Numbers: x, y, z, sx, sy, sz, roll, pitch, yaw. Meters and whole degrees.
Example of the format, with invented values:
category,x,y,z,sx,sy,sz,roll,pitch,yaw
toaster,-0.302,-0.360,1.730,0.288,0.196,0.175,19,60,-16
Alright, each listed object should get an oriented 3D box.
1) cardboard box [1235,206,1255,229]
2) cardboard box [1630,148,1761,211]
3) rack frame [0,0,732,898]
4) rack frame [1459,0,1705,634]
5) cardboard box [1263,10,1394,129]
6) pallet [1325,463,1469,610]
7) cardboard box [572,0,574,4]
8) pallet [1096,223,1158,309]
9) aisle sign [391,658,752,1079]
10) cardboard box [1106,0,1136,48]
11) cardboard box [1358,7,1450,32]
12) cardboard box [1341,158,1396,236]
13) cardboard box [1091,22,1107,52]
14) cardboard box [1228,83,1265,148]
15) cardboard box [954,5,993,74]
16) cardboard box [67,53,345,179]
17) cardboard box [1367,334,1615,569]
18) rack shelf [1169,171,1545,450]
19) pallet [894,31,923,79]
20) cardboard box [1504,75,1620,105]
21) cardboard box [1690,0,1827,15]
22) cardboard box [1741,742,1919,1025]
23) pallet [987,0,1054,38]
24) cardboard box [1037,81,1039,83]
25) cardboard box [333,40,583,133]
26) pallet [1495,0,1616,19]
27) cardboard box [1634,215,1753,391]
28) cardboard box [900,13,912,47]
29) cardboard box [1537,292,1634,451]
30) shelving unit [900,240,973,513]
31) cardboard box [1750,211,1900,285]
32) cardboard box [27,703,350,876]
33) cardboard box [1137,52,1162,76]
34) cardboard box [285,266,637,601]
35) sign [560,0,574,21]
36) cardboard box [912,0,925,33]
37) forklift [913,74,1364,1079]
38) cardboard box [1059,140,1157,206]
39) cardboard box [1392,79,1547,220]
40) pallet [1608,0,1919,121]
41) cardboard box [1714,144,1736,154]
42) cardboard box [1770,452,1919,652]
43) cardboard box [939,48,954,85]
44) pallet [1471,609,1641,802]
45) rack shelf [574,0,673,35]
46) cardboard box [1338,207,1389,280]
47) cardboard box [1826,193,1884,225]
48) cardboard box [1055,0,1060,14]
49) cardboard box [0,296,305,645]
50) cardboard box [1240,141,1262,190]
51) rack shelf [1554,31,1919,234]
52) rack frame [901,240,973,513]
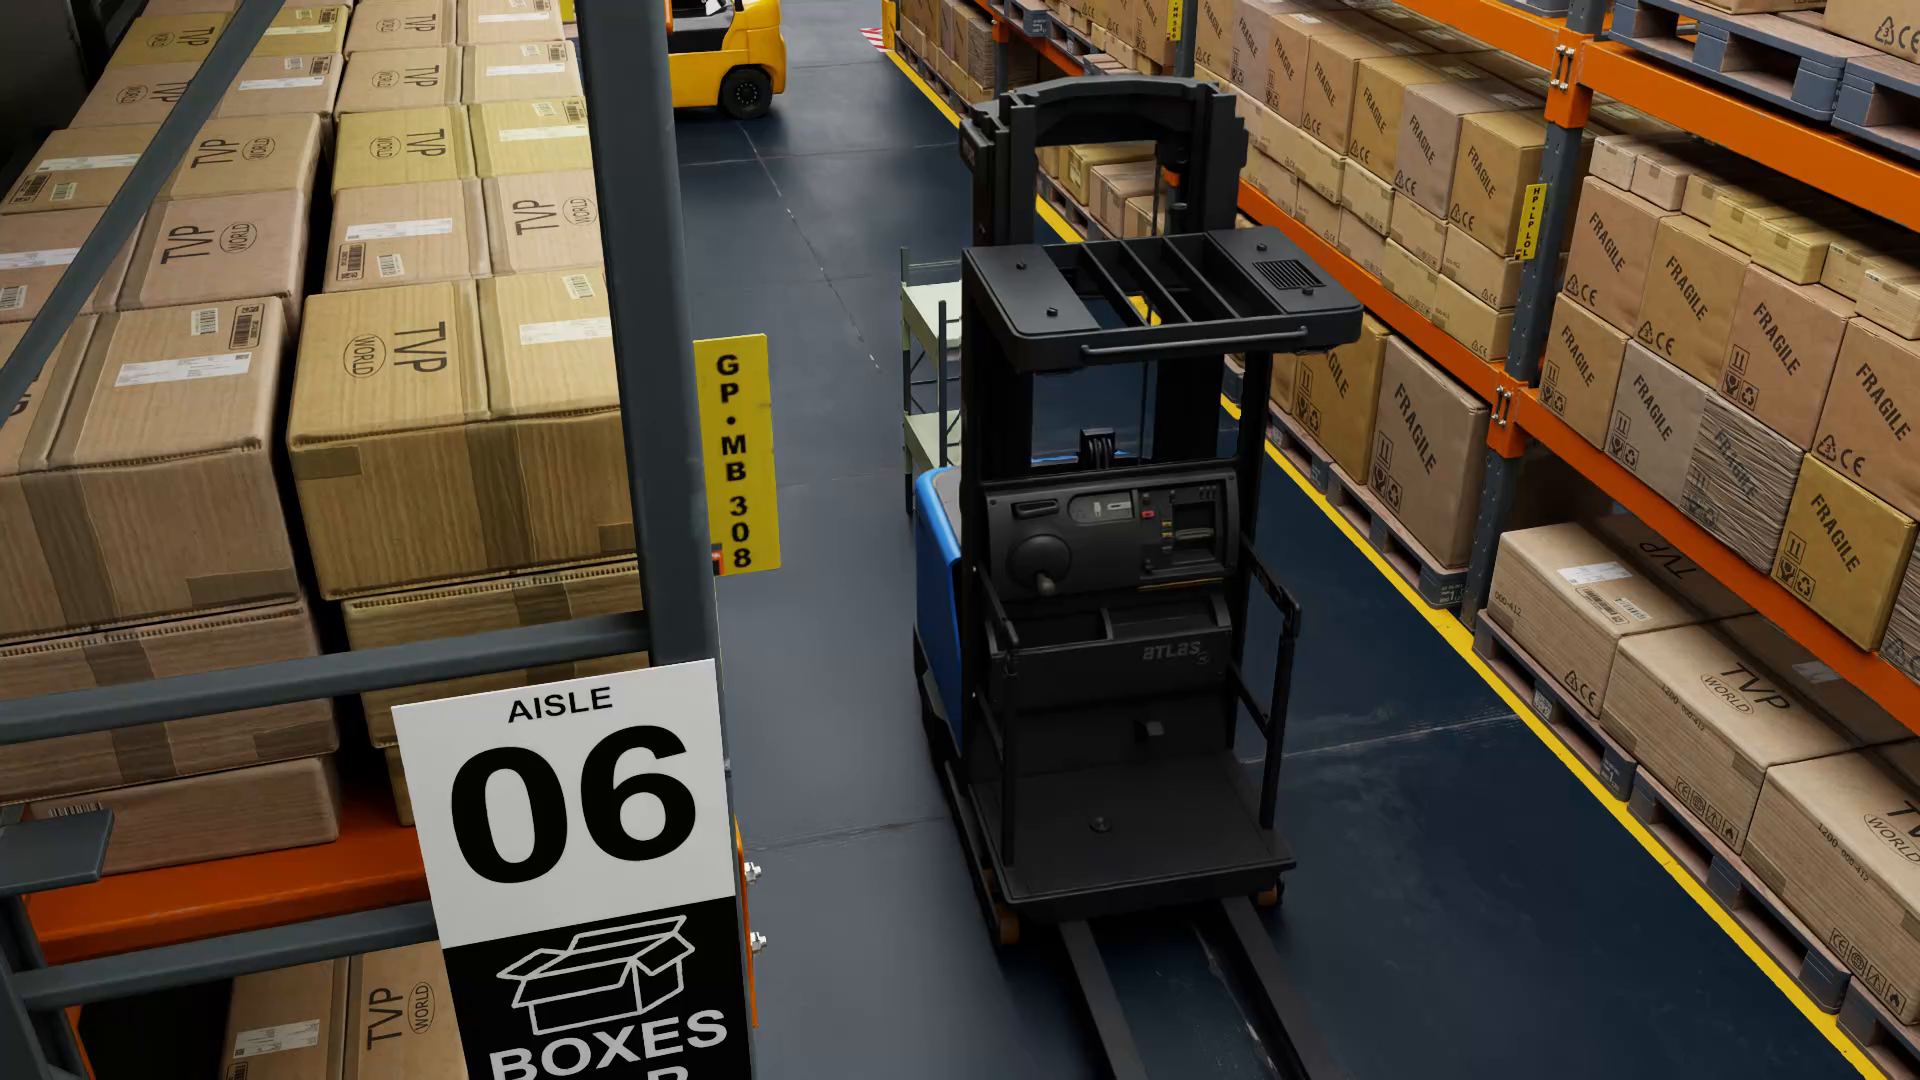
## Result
category,x,y,z,sx,sy,sz,roll,pitch,yaw
cardboard box,1.961,-1.794,10.556,0.875,0.875,0.875,-8,31,-14
cardboard box,2.837,-1.392,6.416,0.380,0.149,0.250,-7,31,-13
rack frame,-0.803,-0.947,1.403,1.000,3.000,0.127,-8,31,-13
rack frame,2.920,-0.944,7.387,1.000,3.000,0.127,-8,31,-13
cardboard box,2.017,-2.591,9.134,0.500,0.500,0.500,-7,31,-12
pallet,2.642,-0.100,8.712,1.003,0.211,1.213,-8,31,-13
cardboard box,-1.596,-2.024,5.989,0.380,0.149,0.250,-8,31,-13
pallet,1.652,-2.047,12.076,1.003,0.211,1.213,-8,31,-13
aisle sign,-0.502,0.518,2.265,0.394,0.787,0.004,-8,31,-13
cardboard box,1.322,-3.661,11.264,0.500,0.500,0.500,-8,31,-14
cardboard box,2.517,-2.650,9.236,0.500,0.500,0.500,-8,31,-13
cardboard box,2.285,-1.766,8.457,0.500,0.250,0.500,-7,31,-12
cardboard box,1.147,-3.565,11.747,0.380,0.149,0.250,-7,31,-12
cardboard box,1.891,-2.500,9.726,0.500,0.250,0.500,-7,31,-12
cardboard box,0.244,-4.620,15.314,0.500,0.500,0.500,-7,31,-12
cardboard box,-1.581,-0.850,3.584,0.500,0.250,0.500,-8,31,-13
cardboard box,2.678,-0.495,8.313,0.875,0.875,0.875,-7,31,-12
rack shelf,2.389,-1.599,9.236,1.077,0.370,4.000,-8,31,-13
pallet,-0.064,-5.099,17.349,1.003,0.211,1.213,-8,31,-13
cardboard box,2.918,-1.913,7.963,0.500,0.500,0.500,-8,31,-14
cardboard box,2.873,-2.199,5.941,0.500,0.500,0.500,-7,31,-12
cardboard box,3.459,1.169,5.875,0.875,0.438,0.875,-7,31,-12
pallet,0.859,-4.336,13.439,1.003,0.211,1.213,-8,31,-13
cardboard box,0.900,-4.121,15.200,0.500,0.250,0.500,-9,31,-16
cardboard box,-1.087,-0.910,3.688,0.500,0.250,0.500,-7,31,-12
pallet,2.629,-2.596,7.437,0.805,0.209,1.217,-9,31,-15
cardboard box,2.941,-0.913,6.235,0.500,0.500,0.500,-8,31,-14
cardboard box,-0.318,-5.305,17.247,0.500,0.250,0.500,-8,31,-14
cardboard box,2.792,-0.726,6.910,0.500,0.500,0.500,-7,31,-12
shelving unit,-0.002,-0.652,8.380,0.431,1.500,0.755,-8,31,-13
cardboard box,2.995,-1.014,5.762,0.380,0.149,0.250,-9,31,-15
cardboard box,-1.111,0.336,2.431,0.380,0.149,0.250,-7,31,-12
cardboard box,1.403,-3.196,11.109,0.380,0.149,0.250,-7,31,-13
cardboard box,-0.679,-0.177,2.420,0.500,0.250,0.500,-8,31,-14
sign,-1.344,-1.880,5.494,0.100,0.325,0.005,-8,31,-13
cardboard box,-0.168,-5.366,16.604,0.500,0.500,0.500,-9,31,-15
forklift,0.599,0.028,5.777,1.130,2.935,3.031,-6,31,-10
cardboard box,1.318,-2.917,12.999,0.950,0.372,0.625,-7,31,-12
cardboard box,2.415,-1.851,7.856,0.500,0.500,0.500,-7,31,-12
pallet,3.127,-1.807,5.973,1.003,0.211,1.213,-8,31,-13
cardboard box,3.308,-1.594,6.765,0.380,0.149,0.250,-8,31,-14
cardboard box,3.184,0.008,5.643,0.500,0.500,0.500,-7,31,-12
cardboard box,0.099,-4.552,15.945,0.500,0.250,0.500,-7,31,-13
pallet,3.046,0.640,7.433,1.003,0.211,1.213,-8,31,-13
rack shelf,-1.334,-1.600,3.253,1.077,0.370,4.000,-8,31,-13
cardboard box,2.308,-1.555,8.591,0.500,0.250,0.500,-9,31,-15
cardboard box,3.415,-1.211,6.103,0.380,0.149,0.250,-8,31,-14
cardboard box,0.937,-4.074,12.626,0.380,0.149,0.250,-8,31,-13
cardboard box,-1.190,-0.106,2.299,0.500,0.250,0.500,-9,31,-15
cardboard box,1.899,-2.296,9.872,0.500,0.250,0.500,-9,31,-15
rack shelf,3.451,-0.965,5.147,1.077,0.370,4.000,-8,31,-13
rack frame,-0.099,-0.829,8.685,0.400,1.500,0.023,-8,31,-13
